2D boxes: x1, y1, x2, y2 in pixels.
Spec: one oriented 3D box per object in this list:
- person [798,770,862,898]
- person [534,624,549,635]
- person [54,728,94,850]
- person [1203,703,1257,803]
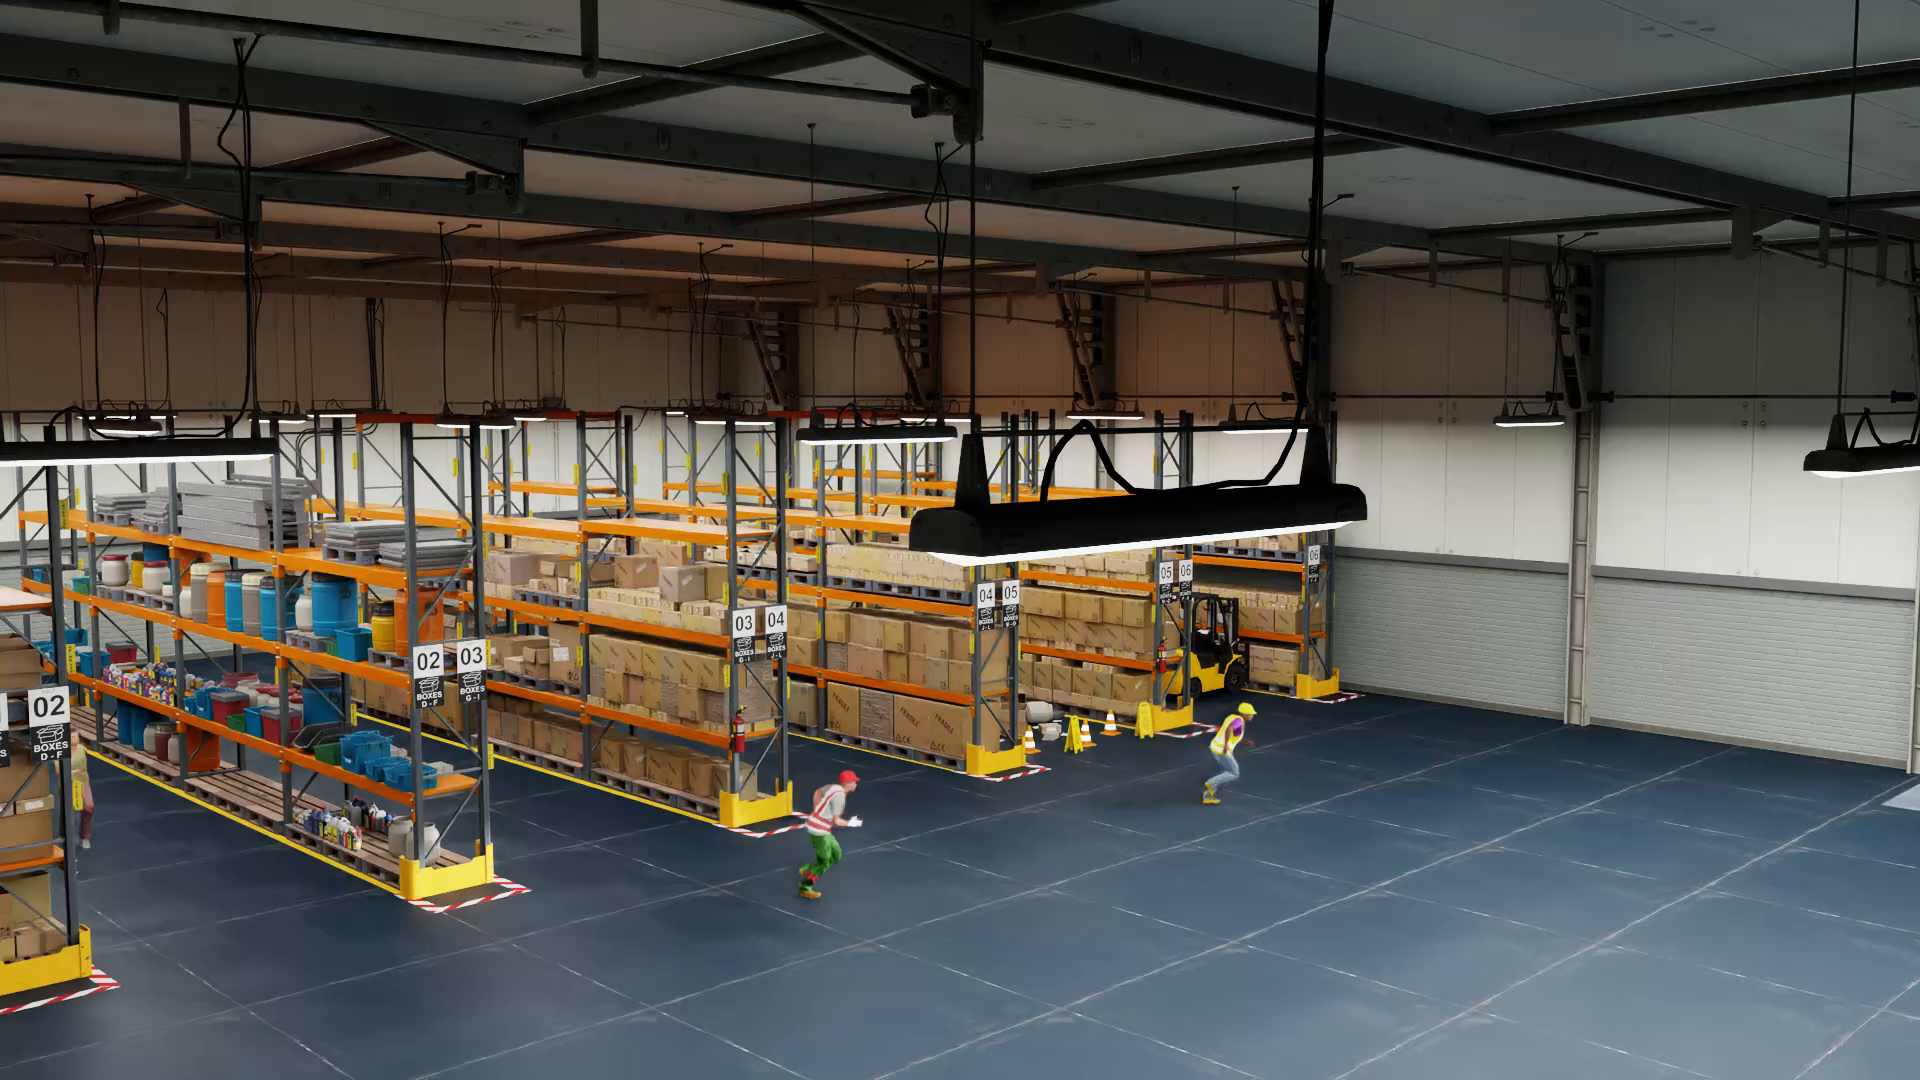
[{"bbox_3d":[-1.660,3.708,21.075,0.814,1.591,0.695,-1,5,-11],"label":"person"},{"bbox_3d":[-10.937,1.781,43.268,0.547,1.573,0.783,1,5,15],"label":"person"},{"bbox_3d":[-12.420,3.478,23.284,0.804,1.713,0.516,4,7,40],"label":"person"},{"bbox_3d":[4.180,3.313,25.720,0.823,1.573,0.734,0,5,-4],"label":"person"}]
